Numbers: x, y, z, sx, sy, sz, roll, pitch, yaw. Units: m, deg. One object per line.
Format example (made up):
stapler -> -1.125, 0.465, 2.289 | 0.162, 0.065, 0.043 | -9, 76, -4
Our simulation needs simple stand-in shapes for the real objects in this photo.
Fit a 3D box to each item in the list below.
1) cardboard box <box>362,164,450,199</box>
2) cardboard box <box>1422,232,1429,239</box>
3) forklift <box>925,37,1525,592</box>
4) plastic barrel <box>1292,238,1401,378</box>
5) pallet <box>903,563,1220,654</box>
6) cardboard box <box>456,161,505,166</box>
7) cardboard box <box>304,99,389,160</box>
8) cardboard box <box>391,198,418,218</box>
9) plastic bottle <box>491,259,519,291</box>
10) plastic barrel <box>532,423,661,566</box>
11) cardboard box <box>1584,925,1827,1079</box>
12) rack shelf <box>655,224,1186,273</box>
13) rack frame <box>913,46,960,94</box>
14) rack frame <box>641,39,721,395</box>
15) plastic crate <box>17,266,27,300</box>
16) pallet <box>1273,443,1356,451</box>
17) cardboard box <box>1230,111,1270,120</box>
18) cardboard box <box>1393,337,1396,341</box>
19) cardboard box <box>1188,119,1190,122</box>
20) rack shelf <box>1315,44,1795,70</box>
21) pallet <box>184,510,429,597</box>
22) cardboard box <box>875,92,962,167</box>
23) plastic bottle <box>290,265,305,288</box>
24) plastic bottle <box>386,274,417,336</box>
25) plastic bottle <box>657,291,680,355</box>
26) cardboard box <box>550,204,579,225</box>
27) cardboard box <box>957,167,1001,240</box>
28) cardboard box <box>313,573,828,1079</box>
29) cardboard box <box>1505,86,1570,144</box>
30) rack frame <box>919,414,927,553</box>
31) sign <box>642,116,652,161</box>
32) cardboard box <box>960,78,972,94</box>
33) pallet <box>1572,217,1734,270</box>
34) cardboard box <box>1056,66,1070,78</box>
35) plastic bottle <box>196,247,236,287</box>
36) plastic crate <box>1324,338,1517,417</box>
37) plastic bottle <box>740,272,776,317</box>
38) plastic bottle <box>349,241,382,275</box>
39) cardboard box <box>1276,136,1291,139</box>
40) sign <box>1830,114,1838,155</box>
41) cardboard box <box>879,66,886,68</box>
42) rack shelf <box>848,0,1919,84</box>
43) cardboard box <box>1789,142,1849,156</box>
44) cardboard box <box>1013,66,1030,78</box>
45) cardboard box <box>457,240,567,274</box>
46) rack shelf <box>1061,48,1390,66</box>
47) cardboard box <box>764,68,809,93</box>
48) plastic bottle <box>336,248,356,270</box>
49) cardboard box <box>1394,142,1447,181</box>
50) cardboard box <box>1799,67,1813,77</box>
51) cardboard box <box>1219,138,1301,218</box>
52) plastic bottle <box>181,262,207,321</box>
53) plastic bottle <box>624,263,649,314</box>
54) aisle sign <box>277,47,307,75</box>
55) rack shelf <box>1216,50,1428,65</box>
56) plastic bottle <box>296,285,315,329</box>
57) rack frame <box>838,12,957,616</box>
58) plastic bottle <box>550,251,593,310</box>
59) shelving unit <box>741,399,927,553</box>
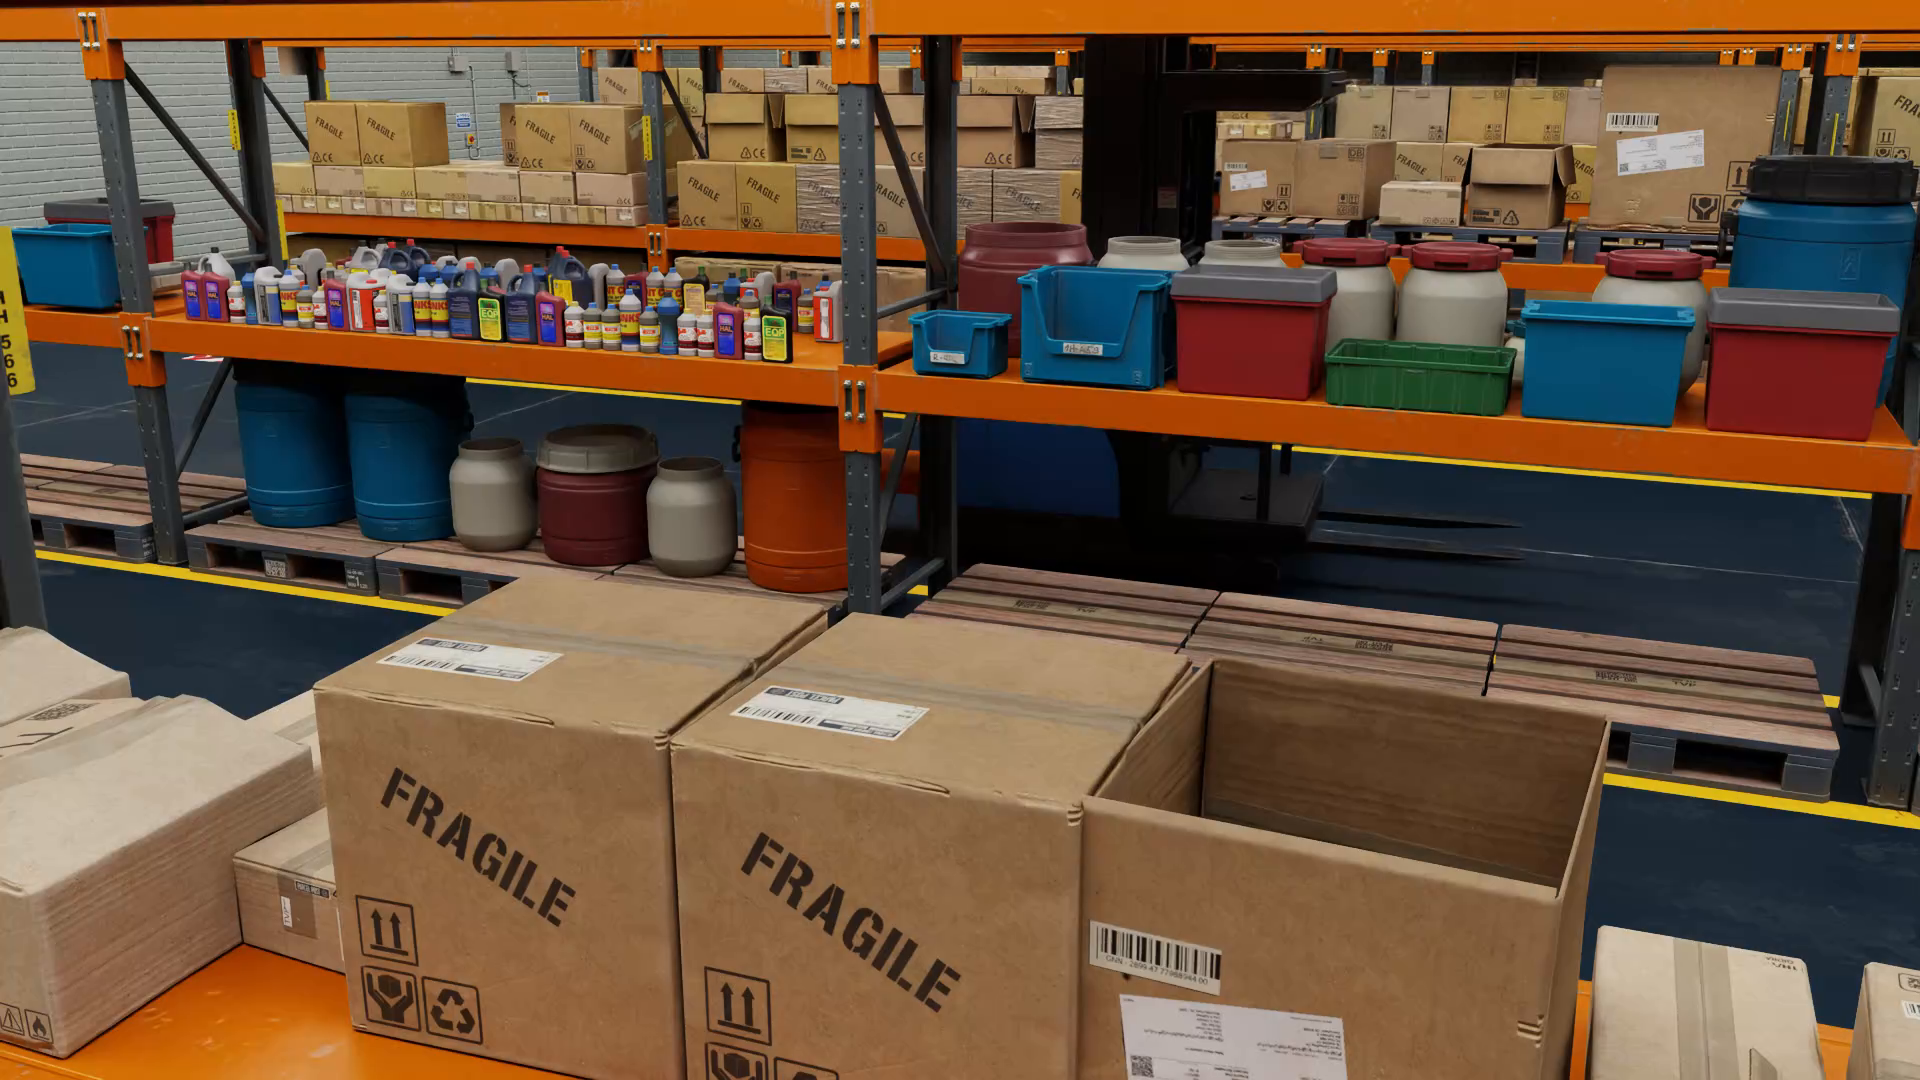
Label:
cardboard box -> -4.576, -2.978, 13.787 | 0.500, 0.250, 0.500 | 6, 17, 19
cardboard box -> 5.724, -3.761, 20.709 | 0.625, 0.372, 0.950 | 5, 17, 17
forklift -> 1.389, -1.316, 8.449 | 3.031, 2.935, 1.130 | 5, 17, 16
plastic barrel -> 1.575, -0.957, 6.847 | 0.433, 0.535, 0.433 | 0, 16, 0
pallet -> 0.455, 0.401, 7.412 | 1.213, 0.211, 1.003 | 6, 17, 21
cardboard box -> -3.896, -3.064, 14.082 | 0.500, 0.250, 0.500 | 6, 17, 21
cardboard box -> -5.326, -3.579, 14.513 | 0.500, 0.500, 0.500 | 7, 17, 21
cardboard box -> -4.470, -2.757, 13.739 | 0.250, 0.149, 0.380 | 6, 17, 20
plastic bottle -> -2.337, -1.294, 8.472 | 0.135, 0.276, 0.152 | 6, 17, 21
plastic barrel -> -1.763, -0.232, 8.164 | 0.708, 0.588, 0.600 | 6, 17, 21
cardboard box -> 0.900, 0.643, 2.028 | 0.250, 0.149, 0.380 | 6, 17, 21
rack shelf -> -0.294, -2.171, 12.561 | 4.000, 0.370, 1.077 | 6, 17, 21
rack frame -> -0.241, -3.997, 17.561 | 0.127, 3.000, 1.000 | 6, 17, 21
rack frame -> -2.155, -2.721, 13.166 | 0.127, 3.000, 1.000 | 6, 17, 21
plastic crate -> -5.112, -1.378, 8.925 | 0.590, 0.125, 0.437 | 6, 17, 21
pallet -> 2.293, -0.892, 11.868 | 1.213, 0.211, 1.003 | 6, 17, 21
cardboard box -> 3.685, -5.498, 20.759 | 0.500, 0.500, 0.500 | 6, 17, 21
cardboard box -> 3.247, -1.149, 11.447 | 0.500, 0.500, 0.700 | 8, 18, 25
cardboard box -> 2.398, -4.132, 16.657 | 0.250, 0.149, 0.380 | 6, 17, 18
rack shelf -> 5.341, -4.478, 15.129 | 4.000, 0.370, 1.077 | 6, 17, 21
pallet -> -3.270, -0.007, 8.820 | 1.213, 0.211, 1.003 | 6, 17, 21
cardboard box -> -0.340, -3.055, 12.337 | 0.637, 0.503, 0.797 | 7, 18, 22
plastic bottle -> -3.515, -1.350, 8.800 | 0.097, 0.201, 0.097 | 0, 16, 0
plastic bottle -> -2.604, -1.112, 7.847 | 0.135, 0.276, 0.152 | 6, 17, 21
plastic bottle -> -1.280, -0.956, 7.317 | 0.097, 0.271, 0.097 | 0, 16, 0
cardboard box -> -3.037, -2.599, 13.196 | 0.250, 0.149, 0.380 | 6, 17, 20
cardboard box -> 0.070, -2.451, 12.056 | 0.500, 0.500, 0.500 | 6, 17, 19
cardboard box -> -0.505, 0.377, 2.317 | 0.500, 0.500, 0.500 | 5, 17, 18
cardboard box -> 5.319, -3.912, 15.295 | 0.500, 0.500, 0.700 | 6, 17, 20
rack frame -> -0.126, -0.540, 9.016 | 0.032, 1.125, 0.500 | 5, 17, 16
sign -> -2.357, -3.030, 12.537 | 0.005, 0.325, 0.100 | 6, 17, 21
cardboard box -> -0.005, -5.899, 22.142 | 0.500, 0.500, 0.500 | 7, 17, 21
pallet -> 4.630, -1.926, 10.773 | 1.213, 0.211, 1.003 | 6, 17, 21
cardboard box -> 1.283, -6.230, 22.118 | 0.250, 0.149, 0.380 | 6, 17, 20
plastic bottle -> -3.726, -1.288, 8.320 | 0.185, 0.351, 0.144 | 6, 17, 21
plastic crate -> 1.746, -0.621, 6.313 | 0.662, 0.188, 0.450 | 6, 17, 21
plastic bottle -> -0.965, -1.143, 7.953 | 0.135, 0.276, 0.152 | 6, 17, 21
plastic bottle -> -3.050, -1.366, 8.587 | 0.185, 0.351, 0.144 | 6, 17, 21
cardboard box -> 3.104, -3.913, 16.436 | 0.250, 0.149, 0.380 | 7, 18, 23
sign -> 5.087, -2.314, 9.688 | 0.005, 0.325, 0.100 | 6, 17, 21
cardboard box -> -1.026, -6.332, 22.467 | 0.250, 0.149, 0.380 | 6, 17, 21
rack shelf -> 1.609, -1.918, 6.309 | 4.000, 0.370, 1.077 | 6, 17, 21
cardboard box -> 7.549, -3.216, 14.602 | 0.550, 0.550, 0.875 | 6, 17, 21
cardboard box -> 0.873, -6.135, 21.789 | 0.250, 0.149, 0.380 | 7, 17, 22
cardboard box -> -3.577, -2.082, 14.024 | 0.875, 0.875, 0.875 | 6, 17, 21
rack shelf -> 3.342, -6.181, 20.996 | 4.000, 0.370, 1.077 | 6, 17, 21
cardboard box -> -1.731, -4.753, 17.661 | 0.500, 0.500, 0.500 | 7, 18, 22
plastic bottle -> -3.255, -1.412, 8.866 | 0.133, 0.283, 0.061 | 6, 17, 21
cardboard box -> 4.273, -3.468, 15.562 | 0.500, 0.500, 0.500 | 6, 17, 20
cardboard box -> 9.253, -5.042, 18.656 | 0.500, 0.500, 0.700 | 6, 17, 20
cardboard box -> 2.083, -2.516, 11.529 | 0.500, 0.500, 0.500 | 4, 17, 14
plastic bottle -> -3.788, -1.232, 8.247 | 0.133, 0.283, 0.061 | 6, 17, 21
plastic bottle -> -1.593, -1.229, 8.237 | 0.133, 0.283, 0.061 | 6, 17, 21
aisle sign -> -5.833, -4.464, 14.506 | 0.004, 0.787, 0.394 | 6, 17, 21
rack shelf -> 5.160, -7.469, 25.432 | 4.000, 0.370, 1.077 | 6, 17, 21
plastic bottle -> -3.153, -1.128, 8.036 | 0.097, 0.201, 0.097 | 0, 16, 0
rack frame -> -0.251, -1.027, 7.331 | 0.127, 3.000, 1.000 | 6, 17, 21
plastic bottle -> -1.903, -1.238, 8.145 | 0.185, 0.351, 0.144 | 6, 17, 21
shelving unit -> -0.612, -0.581, 9.159 | 1.048, 1.125, 0.538 | 5, 17, 16
